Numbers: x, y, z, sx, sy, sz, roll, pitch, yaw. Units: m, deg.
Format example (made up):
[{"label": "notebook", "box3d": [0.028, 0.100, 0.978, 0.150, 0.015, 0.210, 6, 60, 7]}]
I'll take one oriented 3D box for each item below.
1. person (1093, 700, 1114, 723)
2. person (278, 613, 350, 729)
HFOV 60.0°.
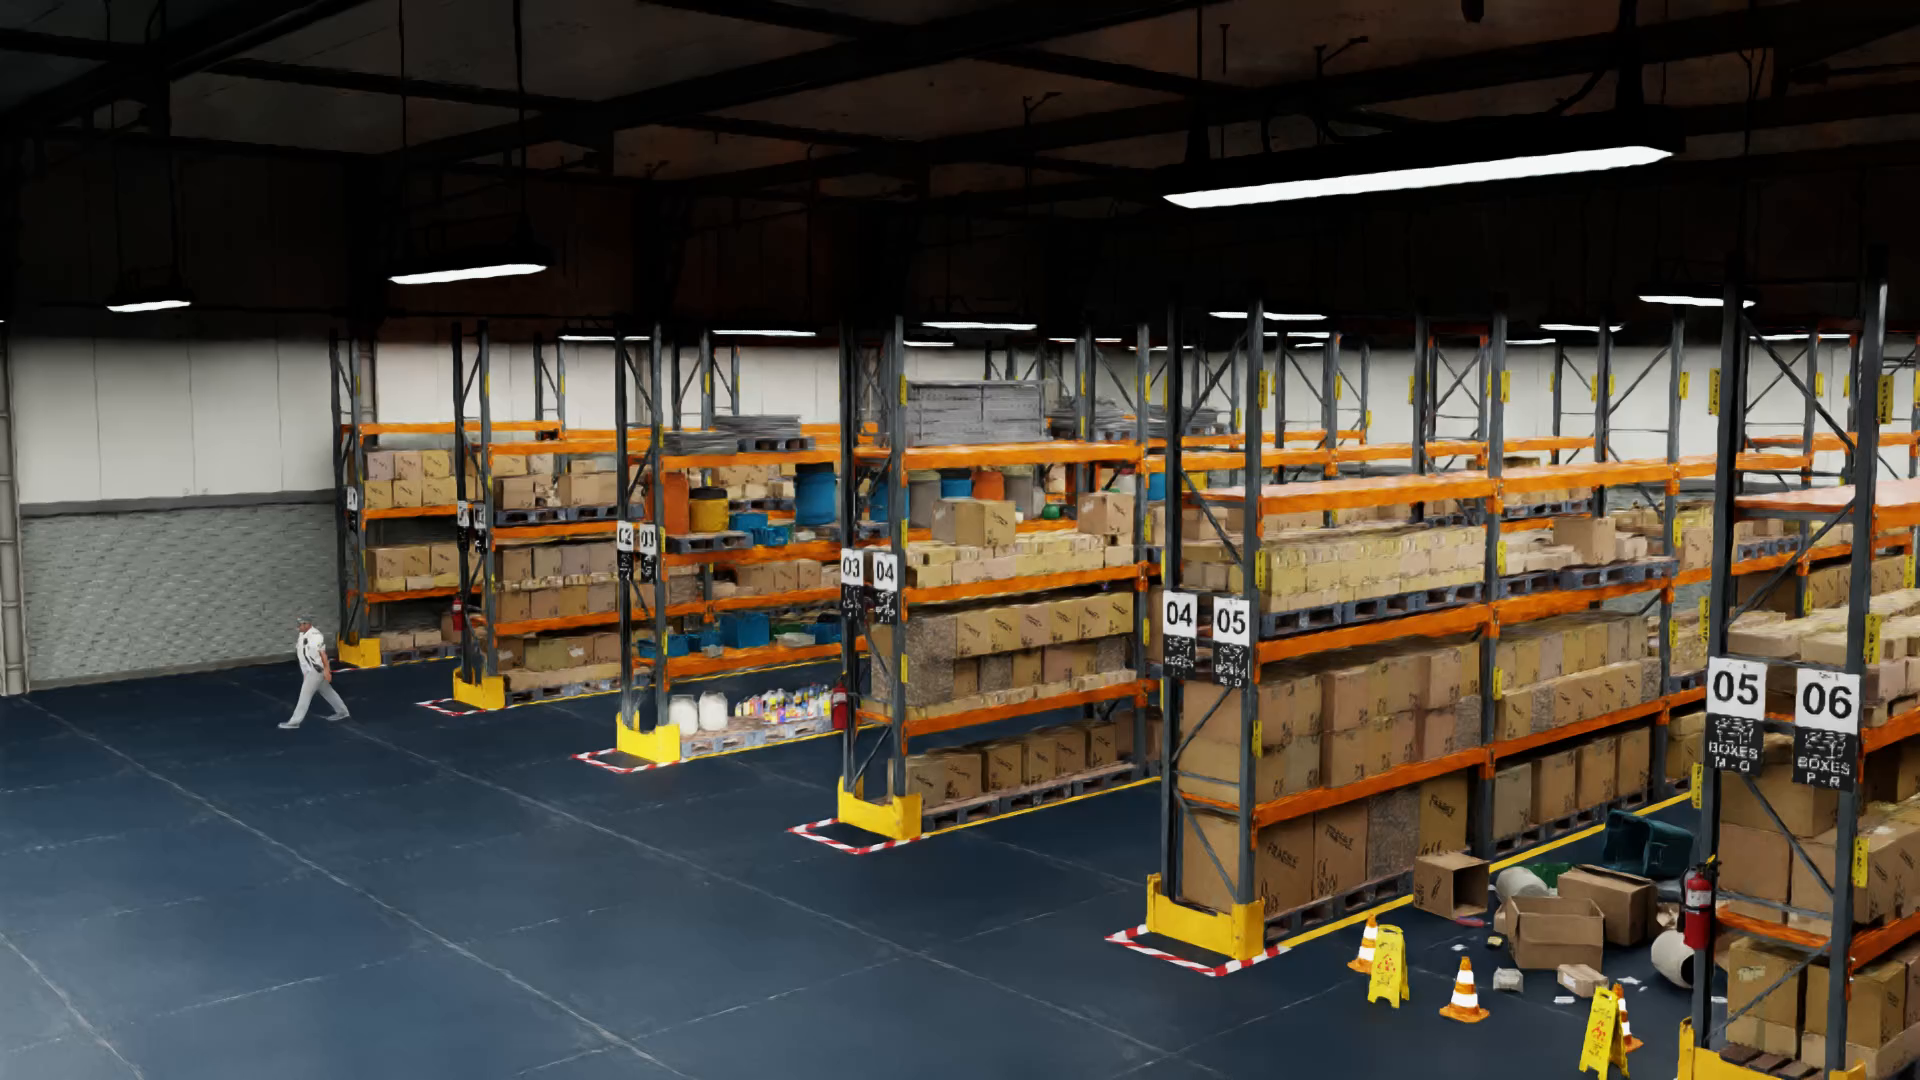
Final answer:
[{"label": "person", "box3d": [1.823, 2.002, 23.308, 1.122, 1.706, 0.566, -5, 7, -39]}, {"label": "person", "box3d": [-9.565, 1.895, 24.505, 1.126, 1.675, 0.542, -5, 7, -40]}]
